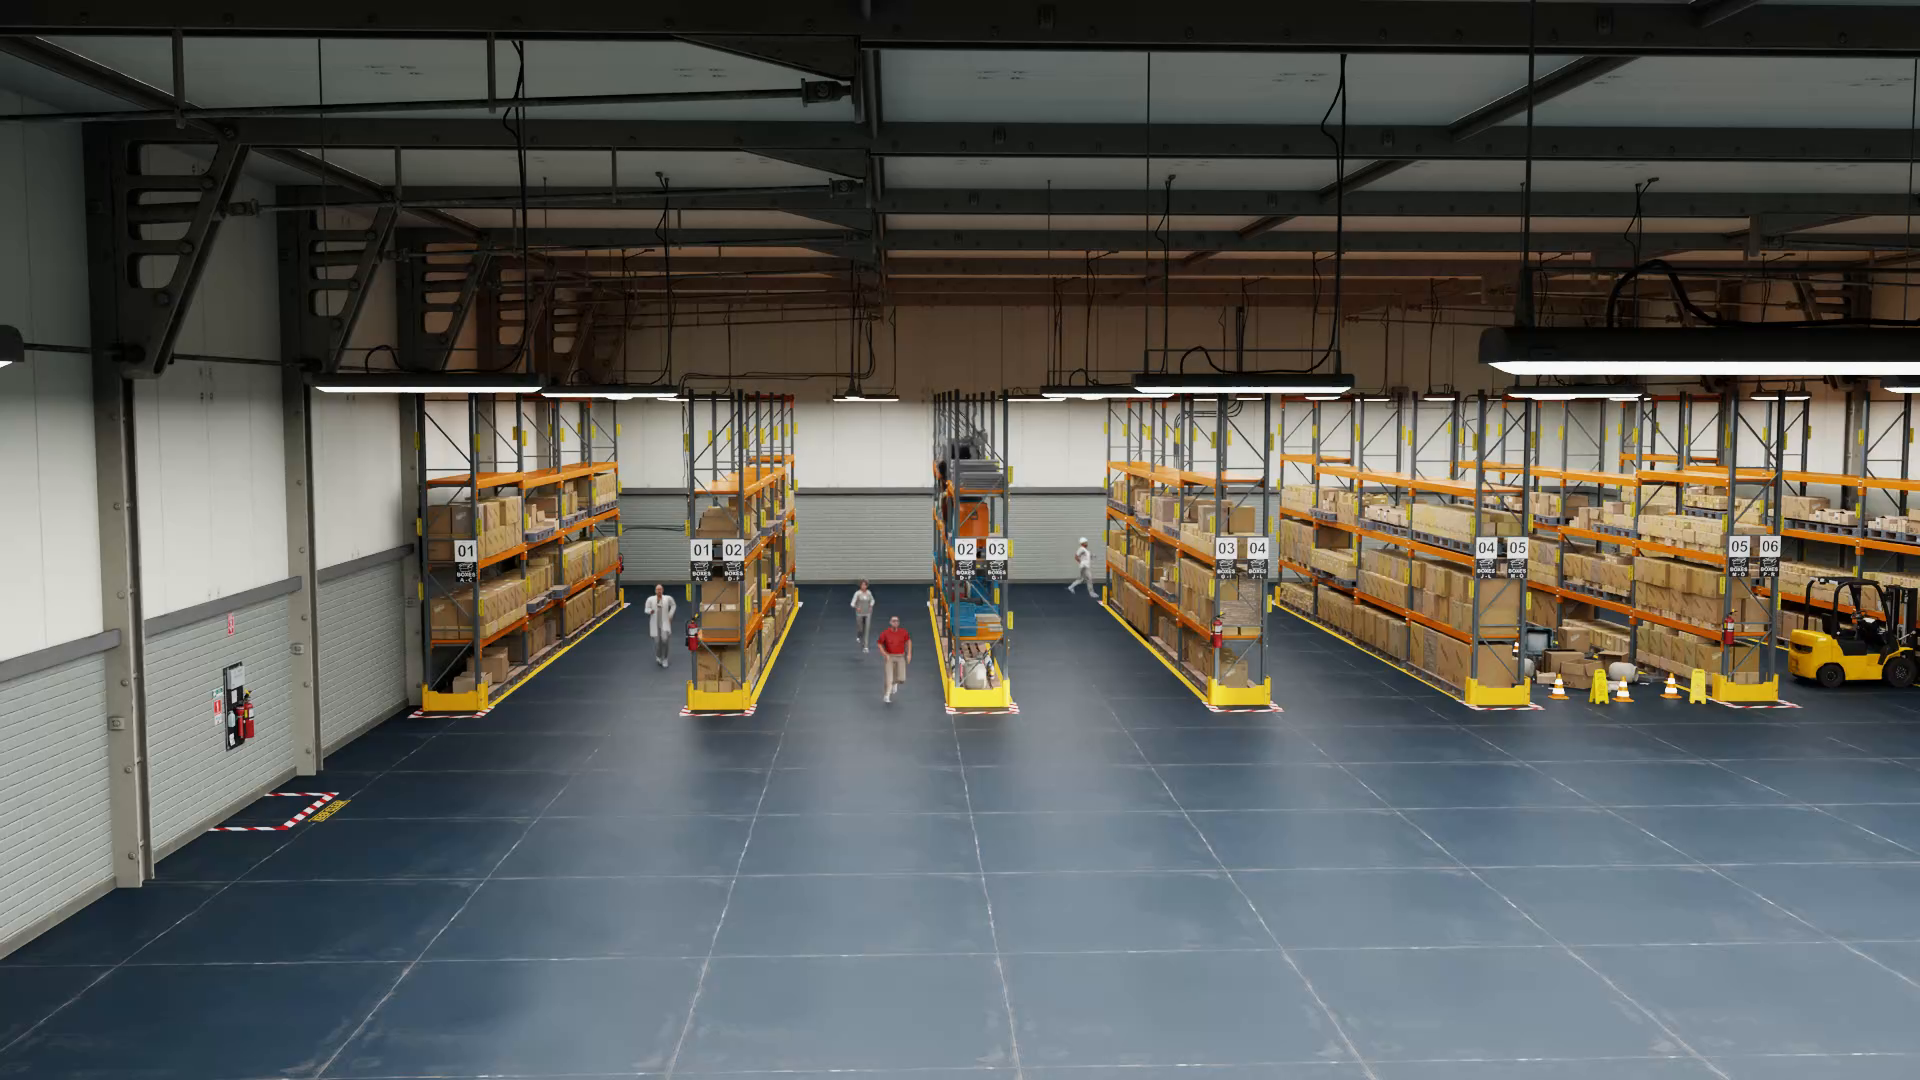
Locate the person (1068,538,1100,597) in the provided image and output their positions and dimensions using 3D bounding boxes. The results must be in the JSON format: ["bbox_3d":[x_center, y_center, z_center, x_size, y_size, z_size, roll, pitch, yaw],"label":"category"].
[{"bbox_3d":[3.669,0.807,49.159,0.994,1.762,0.691,1,5,9],"label":"person"}]

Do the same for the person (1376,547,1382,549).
[{"bbox_3d":[11.565,1.088,45.964,0.654,1.804,0.794,-1,5,-11],"label":"person"}]

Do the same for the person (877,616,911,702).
[{"bbox_3d":[-1.248,2.283,31.861,0.687,1.658,0.624,-1,5,-13],"label":"person"}]

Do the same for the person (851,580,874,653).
[{"bbox_3d":[-2.128,1.663,36.659,0.550,1.565,0.814,-1,5,-17],"label":"person"}]

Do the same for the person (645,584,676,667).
[{"bbox_3d":[-6.562,1.880,36.388,0.654,1.823,0.854,0,5,-5],"label":"person"}]
